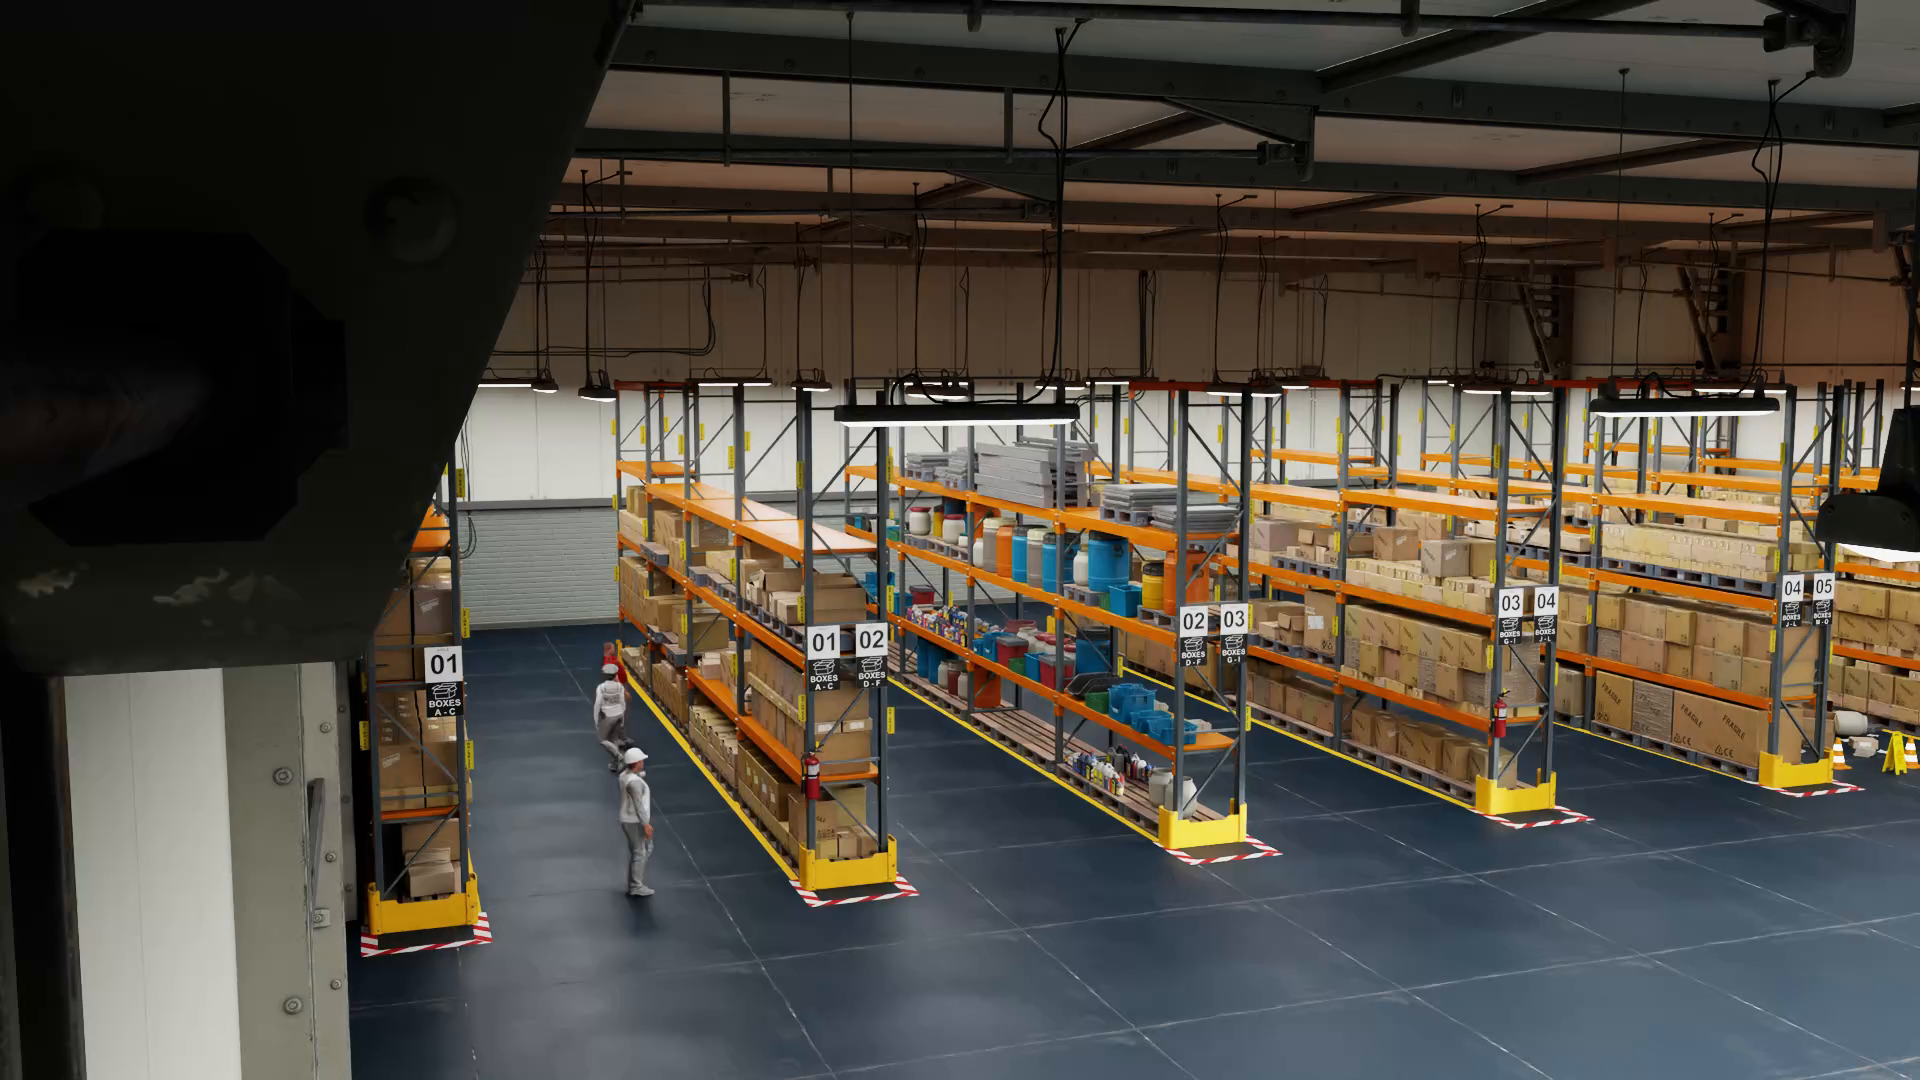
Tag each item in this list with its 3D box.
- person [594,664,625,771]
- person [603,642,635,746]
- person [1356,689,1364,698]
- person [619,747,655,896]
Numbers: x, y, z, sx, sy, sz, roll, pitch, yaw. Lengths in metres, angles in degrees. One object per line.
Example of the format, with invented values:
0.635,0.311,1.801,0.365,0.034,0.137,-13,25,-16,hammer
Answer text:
-5.402,2.760,25.765,0.515,1.682,0.510,3,7,27,person
-5.687,2.568,27.688,0.597,1.763,0.562,1,6,11,person
7.340,2.316,30.555,0.353,1.607,0.429,1,6,11,person
-3.865,3.377,19.896,0.417,1.821,0.579,-1,6,-9,person
